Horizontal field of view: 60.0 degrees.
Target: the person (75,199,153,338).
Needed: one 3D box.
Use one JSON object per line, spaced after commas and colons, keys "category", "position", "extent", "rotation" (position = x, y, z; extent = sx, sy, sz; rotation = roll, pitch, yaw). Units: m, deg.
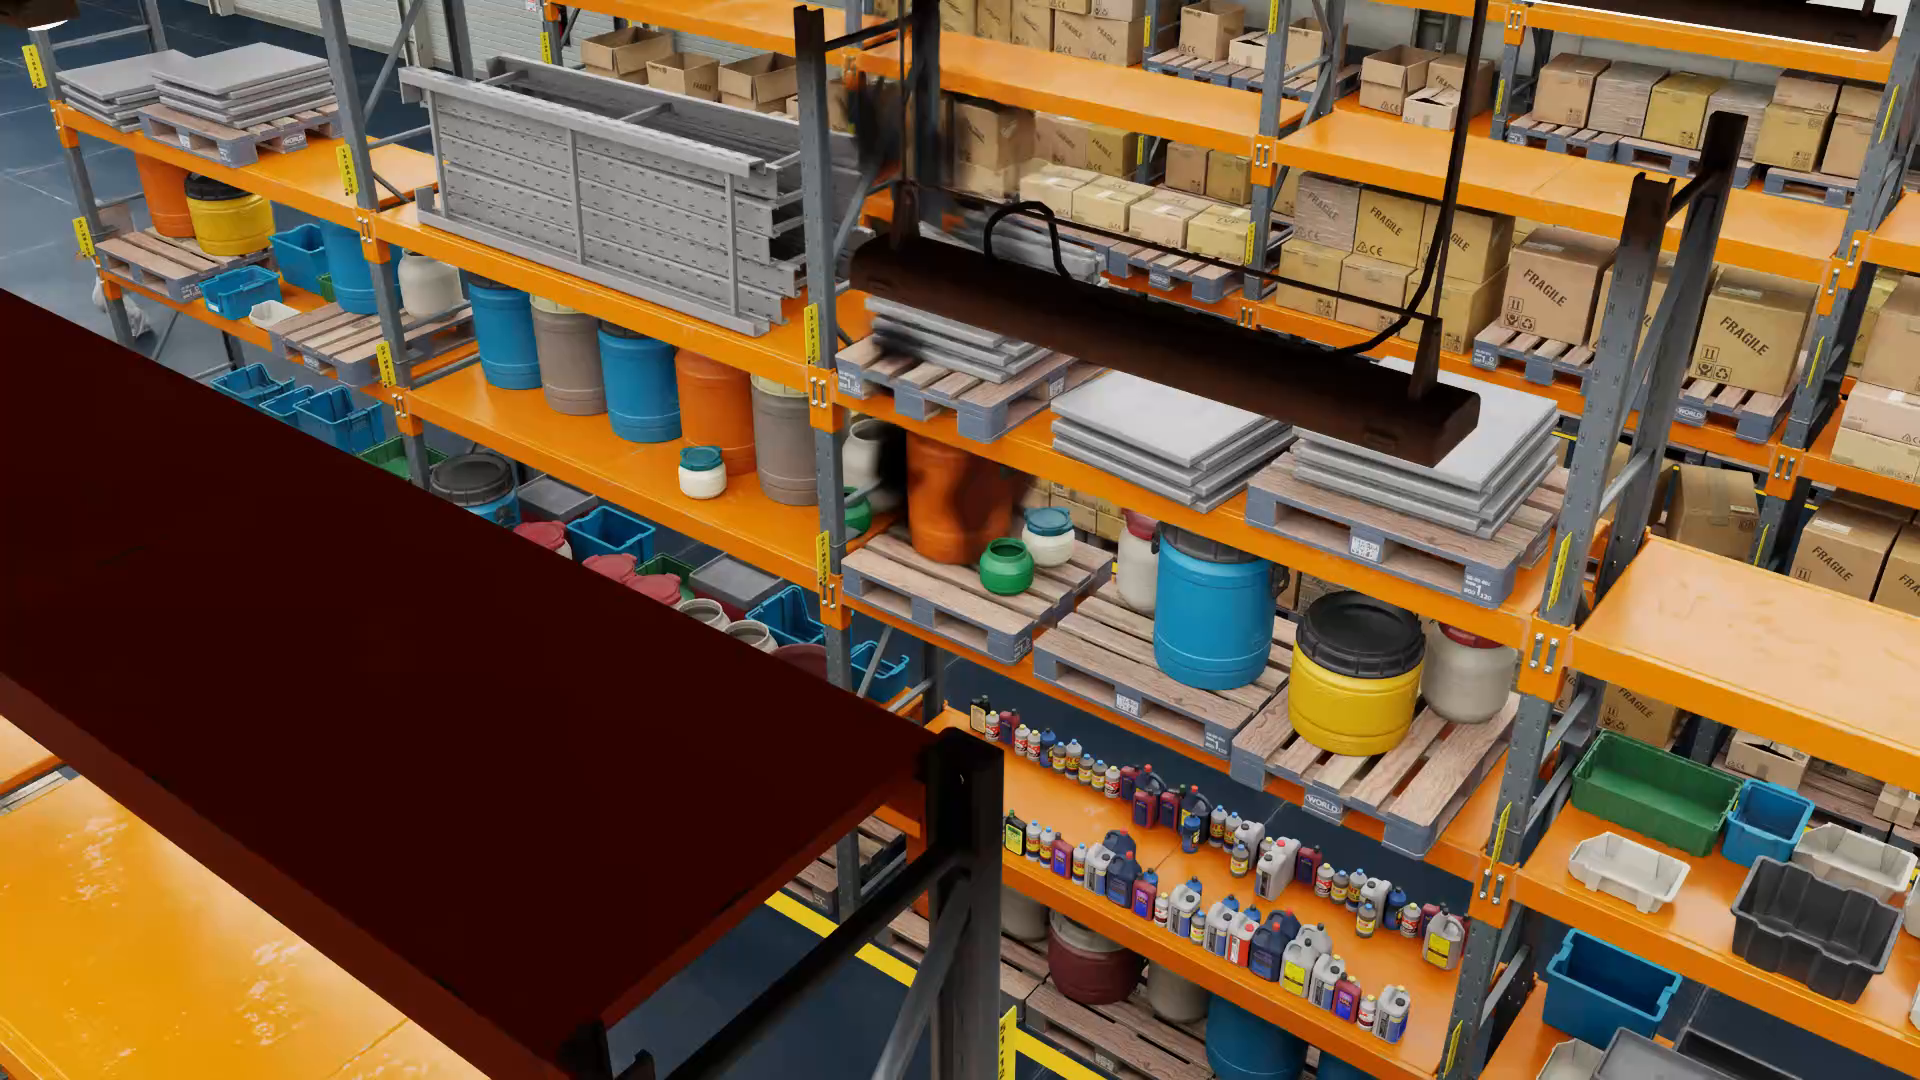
{"category": "person", "position": [-9.569, -3.037, 18.676], "extent": [0.575, 1.623, 0.579], "rotation": [-18, 36, -26]}
